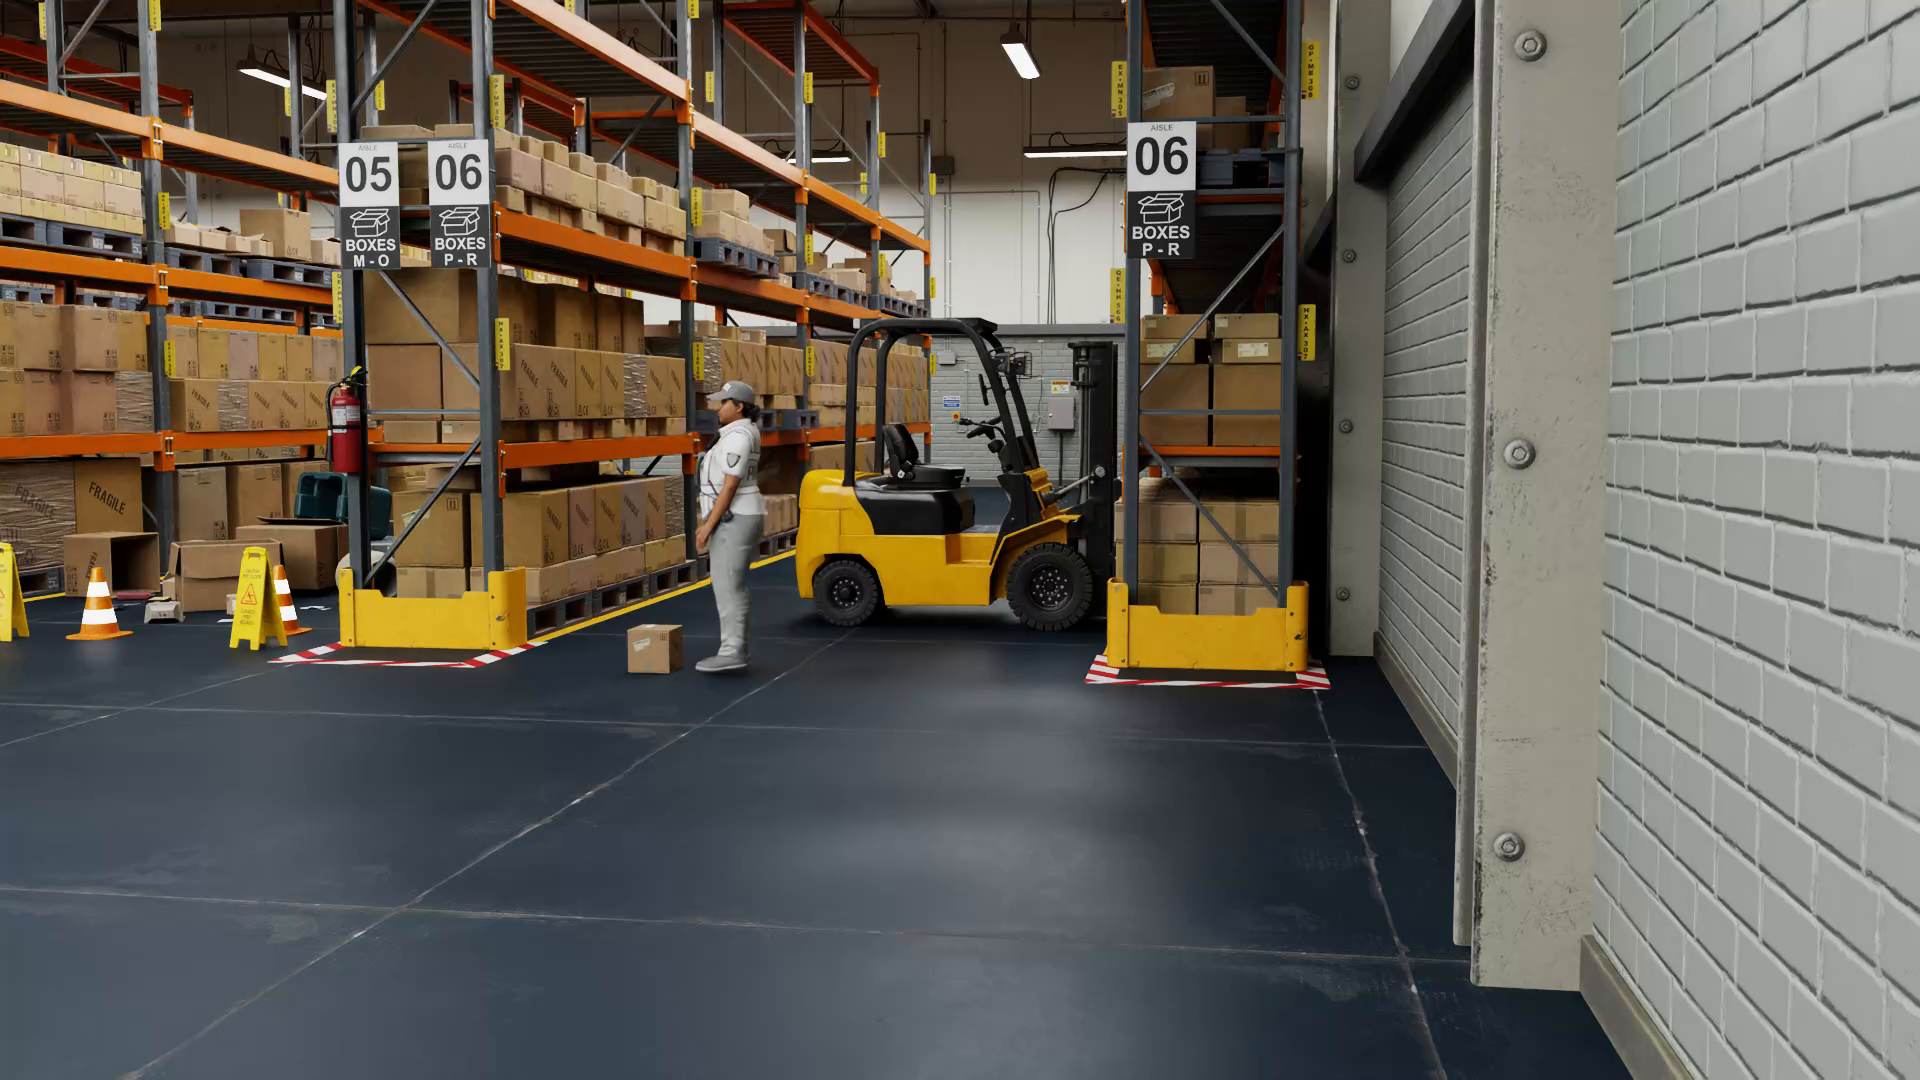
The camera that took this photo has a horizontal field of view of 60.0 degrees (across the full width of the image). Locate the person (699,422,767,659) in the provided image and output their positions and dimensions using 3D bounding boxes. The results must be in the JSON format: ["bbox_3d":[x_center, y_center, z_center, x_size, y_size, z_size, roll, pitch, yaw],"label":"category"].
[{"bbox_3d":[-1.309,-0.003,9.638,0.379,1.364,0.433,0,5,2],"label":"person"}]
